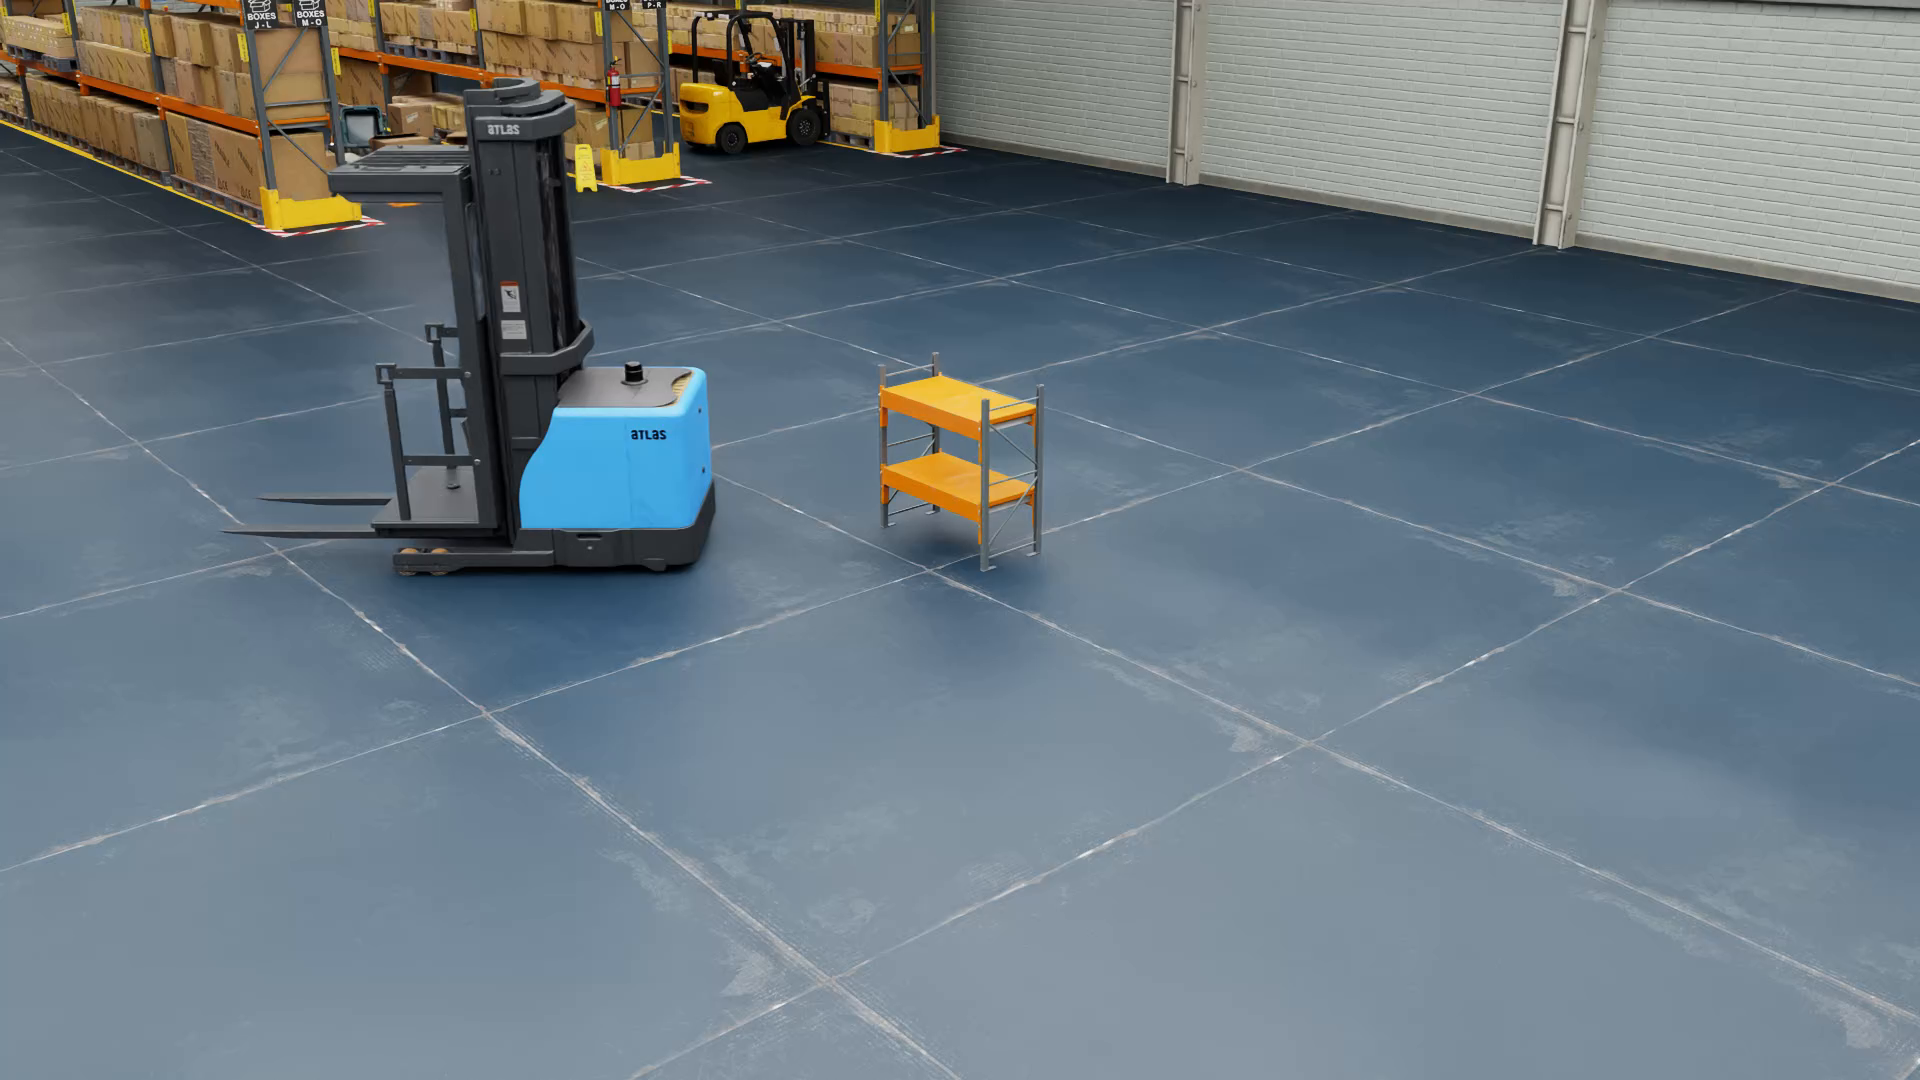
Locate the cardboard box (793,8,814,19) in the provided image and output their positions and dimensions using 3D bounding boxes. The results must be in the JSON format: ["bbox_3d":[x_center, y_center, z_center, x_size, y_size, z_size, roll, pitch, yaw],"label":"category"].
[{"bbox_3d":[-2.612,-8.971,28.340,0.380,0.149,0.250,-18,27,-38],"label":"cardboard box"}]

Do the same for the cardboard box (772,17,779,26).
[{"bbox_3d":[-3.021,-8.955,28.707,0.380,0.149,0.250,-17,27,-36],"label":"cardboard box"}]

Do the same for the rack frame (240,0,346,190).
[{"bbox_3d":[-8.327,-5.485,20.875,1.000,3.000,0.127,-17,27,-37],"label":"rack frame"}]

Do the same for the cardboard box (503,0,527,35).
[{"bbox_3d":[-6.507,-7.983,25.336,0.700,0.500,0.500,-18,28,-39],"label":"cardboard box"}]

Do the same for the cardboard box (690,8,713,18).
[{"bbox_3d":[-4.744,-9.715,30.649,0.380,0.149,0.250,-17,27,-37],"label":"cardboard box"}]

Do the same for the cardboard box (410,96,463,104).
[{"bbox_3d":[-9.016,-7.513,29.081,0.950,0.372,0.625,-18,28,-38],"label":"cardboard box"}]

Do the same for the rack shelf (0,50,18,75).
[{"bbox_3d":[-17.466,-9.018,30.882,1.077,0.370,4.000,-17,27,-37],"label":"rack shelf"}]

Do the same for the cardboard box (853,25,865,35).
[{"bbox_3d":[-1.513,-8.315,27.075,0.380,0.149,0.250,-17,27,-37],"label":"cardboard box"}]

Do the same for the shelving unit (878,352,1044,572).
[{"bbox_3d":[-0.004,-0.526,10.784,0.538,1.125,1.048,-17,27,-37],"label":"shelving unit"}]

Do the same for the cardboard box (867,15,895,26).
[{"bbox_3d":[-1.278,-8.410,26.909,0.380,0.149,0.250,-17,27,-37],"label":"cardboard box"}]

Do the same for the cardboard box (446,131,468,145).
[{"bbox_3d":[-7.585,-6.014,25.649,0.500,0.500,0.500,0,21,-1],"label":"cardboard box"}]

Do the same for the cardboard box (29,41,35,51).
[{"bbox_3d":[-15.233,-8.231,27.655,0.380,0.149,0.250,-19,28,-40],"label":"cardboard box"}]

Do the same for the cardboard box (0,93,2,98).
[{"bbox_3d":[-17.930,-8.423,31.303,0.380,0.149,0.250,-19,28,-40],"label":"cardboard box"}]

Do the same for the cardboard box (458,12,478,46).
[{"bbox_3d":[-7.729,-8.250,26.814,0.500,0.500,0.500,-18,28,-38],"label":"cardboard box"}]

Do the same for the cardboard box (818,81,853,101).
[{"bbox_3d":[-2.097,-7.585,28.059,0.500,0.250,0.500,-17,27,-37],"label":"cardboard box"}]

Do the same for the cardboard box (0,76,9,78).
[{"bbox_3d":[-18.415,-8.778,31.799,0.380,0.149,0.250,-17,27,-36],"label":"cardboard box"}]

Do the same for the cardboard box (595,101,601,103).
[{"bbox_3d":[-5.642,-6.535,25.722,0.500,0.500,0.500,-17,27,-36],"label":"cardboard box"}]

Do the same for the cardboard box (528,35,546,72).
[{"bbox_3d":[-6.170,-7.384,25.178,0.500,0.500,0.500,-17,27,-37],"label":"cardboard box"}]

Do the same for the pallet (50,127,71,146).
[{"bbox_3d":[-14.850,-6.950,28.439,1.003,0.211,1.213,-17,27,-37],"label":"pallet"}]

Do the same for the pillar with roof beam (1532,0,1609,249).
[{"bbox_3d":[3.915,-6.734,15.838,9.100,9.000,0.400,-17,27,-37],"label":"pillar with roof beam"}]

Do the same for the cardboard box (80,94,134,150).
[{"bbox_3d":[-13.220,-6.654,26.368,1.050,0.750,0.750,-18,28,-38],"label":"cardboard box"}]

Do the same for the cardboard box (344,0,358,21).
[{"bbox_3d":[-10.742,-9.634,29.961,0.500,0.500,0.500,-17,27,-37],"label":"cardboard box"}]

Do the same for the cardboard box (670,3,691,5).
[{"bbox_3d":[-5.363,-10.260,32.039,0.380,0.149,0.250,-17,27,-37],"label":"cardboard box"}]

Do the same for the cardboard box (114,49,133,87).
[{"bbox_3d":[-12.141,-6.997,24.597,0.500,0.500,0.500,-17,27,-37],"label":"cardboard box"}]

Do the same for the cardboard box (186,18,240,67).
[{"bbox_3d":[-9.676,-6.602,22.041,0.875,0.550,0.500,-17,27,-37],"label":"cardboard box"}]

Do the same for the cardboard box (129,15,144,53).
[{"bbox_3d":[-11.604,-7.380,24.205,0.700,0.500,0.500,-18,28,-38],"label":"cardboard box"}]

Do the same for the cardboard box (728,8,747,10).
[{"bbox_3d":[-4.043,-9.697,30.604,0.380,0.149,0.250,-18,28,-38],"label":"cardboard box"}]

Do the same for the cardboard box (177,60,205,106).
[{"bbox_3d":[-10.049,-6.237,22.590,0.875,0.550,0.550,-17,27,-37],"label":"cardboard box"}]

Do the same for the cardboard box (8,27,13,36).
[{"bbox_3d":[-16.081,-8.728,28.516,0.380,0.149,0.250,-18,28,-38],"label":"cardboard box"}]

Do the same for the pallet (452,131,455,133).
[{"bbox_3d":[-7.763,-6.713,27.834,1.003,0.211,1.213,-17,27,-37],"label":"pallet"}]

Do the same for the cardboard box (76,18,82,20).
[{"bbox_3d":[-14.900,-8.731,28.117,0.380,0.149,0.250,-19,28,-40],"label":"cardboard box"}]

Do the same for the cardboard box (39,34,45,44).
[{"bbox_3d":[-14.729,-8.155,27.053,0.380,0.149,0.250,-17,27,-37],"label":"cardboard box"}]

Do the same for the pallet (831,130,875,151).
[{"bbox_3d":[-1.416,-6.777,27.997,1.003,0.211,1.213,-17,27,-37],"label":"pallet"}]

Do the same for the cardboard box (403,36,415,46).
[{"bbox_3d":[-9.327,-8.593,28.578,0.380,0.149,0.250,-17,27,-37],"label":"cardboard box"}]

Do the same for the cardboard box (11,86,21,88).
[{"bbox_3d":[-17.064,-8.200,30.326,0.380,0.149,0.250,-16,27,-36],"label":"cardboard box"}]

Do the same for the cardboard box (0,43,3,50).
[{"bbox_3d":[-17.253,-8.985,30.156,0.380,0.149,0.250,-19,28,-40],"label":"cardboard box"}]

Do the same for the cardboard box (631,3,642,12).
[{"bbox_3d":[-6.122,-10.275,32.078,0.380,0.149,0.250,-16,27,-36],"label":"cardboard box"}]

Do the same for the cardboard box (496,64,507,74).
[{"bbox_3d":[-7.087,-7.459,26.259,0.380,0.149,0.250,-16,27,-36],"label":"cardboard box"}]

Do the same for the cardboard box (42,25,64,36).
[{"bbox_3d":[-14.549,-8.220,26.810,0.380,0.149,0.250,-16,27,-36],"label":"cardboard box"}]

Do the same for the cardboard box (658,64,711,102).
[{"bbox_3d":[-5.278,-8.820,32.070,0.875,0.625,0.625,-16,27,-36],"label":"cardboard box"}]

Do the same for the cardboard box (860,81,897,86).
[{"bbox_3d":[-1.384,-7.570,28.022,0.500,0.250,0.500,-17,27,-37],"label":"cardboard box"}]

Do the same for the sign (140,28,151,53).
[{"bbox_3d":[-11.343,-6.961,23.164,0.100,0.325,0.005,-17,27,-37],"label":"sign"}]

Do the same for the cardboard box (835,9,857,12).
[{"bbox_3d":[-1.930,-8.939,28.259,0.380,0.149,0.250,-17,27,-37],"label":"cardboard box"}]

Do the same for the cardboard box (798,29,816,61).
[{"bbox_3d":[-2.408,-8.417,28.225,0.500,0.500,0.500,-17,27,-37],"label":"cardboard box"}]

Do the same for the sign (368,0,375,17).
[{"bbox_3d":[-10.283,-9.308,29.048,0.100,0.325,0.005,-17,27,-37],"label":"sign"}]

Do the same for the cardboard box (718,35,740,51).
[{"bbox_3d":[-4.023,-8.986,30.020,0.500,0.250,0.500,-17,27,-36],"label":"cardboard box"}]

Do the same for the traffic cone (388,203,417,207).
[{"bbox_3d":[-7.598,-4.789,22.576,0.336,0.463,0.334,-17,27,-37],"label":"traffic cone"}]

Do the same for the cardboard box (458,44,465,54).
[{"bbox_3d":[-7.958,-8.029,27.138,0.380,0.149,0.250,-18,28,-39],"label":"cardboard box"}]

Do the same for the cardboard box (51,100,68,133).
[{"bbox_3d":[-14.870,-7.133,27.935,0.500,0.500,0.500,-19,28,-40],"label":"cardboard box"}]

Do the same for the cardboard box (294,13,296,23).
[{"bbox_3d":[-12.402,-9.981,31.875,0.500,0.250,0.500,-18,28,-39],"label":"cardboard box"}]

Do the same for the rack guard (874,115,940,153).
[{"bbox_3d":[-0.869,-6.704,27.414,1.175,0.500,0.348,-17,27,-37],"label":"rack guard"}]

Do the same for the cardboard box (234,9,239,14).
[{"bbox_3d":[-14.640,-10.824,34.370,0.500,0.500,0.500,-18,28,-38],"label":"cardboard box"}]

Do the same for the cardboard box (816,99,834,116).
[{"bbox_3d":[-2.112,-7.361,28.174,0.500,0.250,0.500,-18,28,-39],"label":"cardboard box"}]

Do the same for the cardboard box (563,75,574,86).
[{"bbox_3d":[-5.641,-6.810,24.603,0.380,0.149,0.250,-17,27,-37],"label":"cardboard box"}]

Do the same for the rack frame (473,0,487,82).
[{"bbox_3d":[-7.254,-7.797,26.777,1.000,3.000,0.127,-17,27,-37],"label":"rack frame"}]

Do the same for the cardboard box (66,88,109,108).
[{"bbox_3d":[-14.194,-7.203,27.084,0.500,0.250,0.500,-18,28,-39],"label":"cardboard box"}]

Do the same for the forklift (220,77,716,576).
[{"bbox_3d":[-3.171,-1.335,10.373,3.031,2.935,1.130,0,21,0],"label":"forklift"}]

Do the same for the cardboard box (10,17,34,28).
[{"bbox_3d":[-15.899,-8.791,28.268,0.380,0.149,0.250,-17,27,-37],"label":"cardboard box"}]
